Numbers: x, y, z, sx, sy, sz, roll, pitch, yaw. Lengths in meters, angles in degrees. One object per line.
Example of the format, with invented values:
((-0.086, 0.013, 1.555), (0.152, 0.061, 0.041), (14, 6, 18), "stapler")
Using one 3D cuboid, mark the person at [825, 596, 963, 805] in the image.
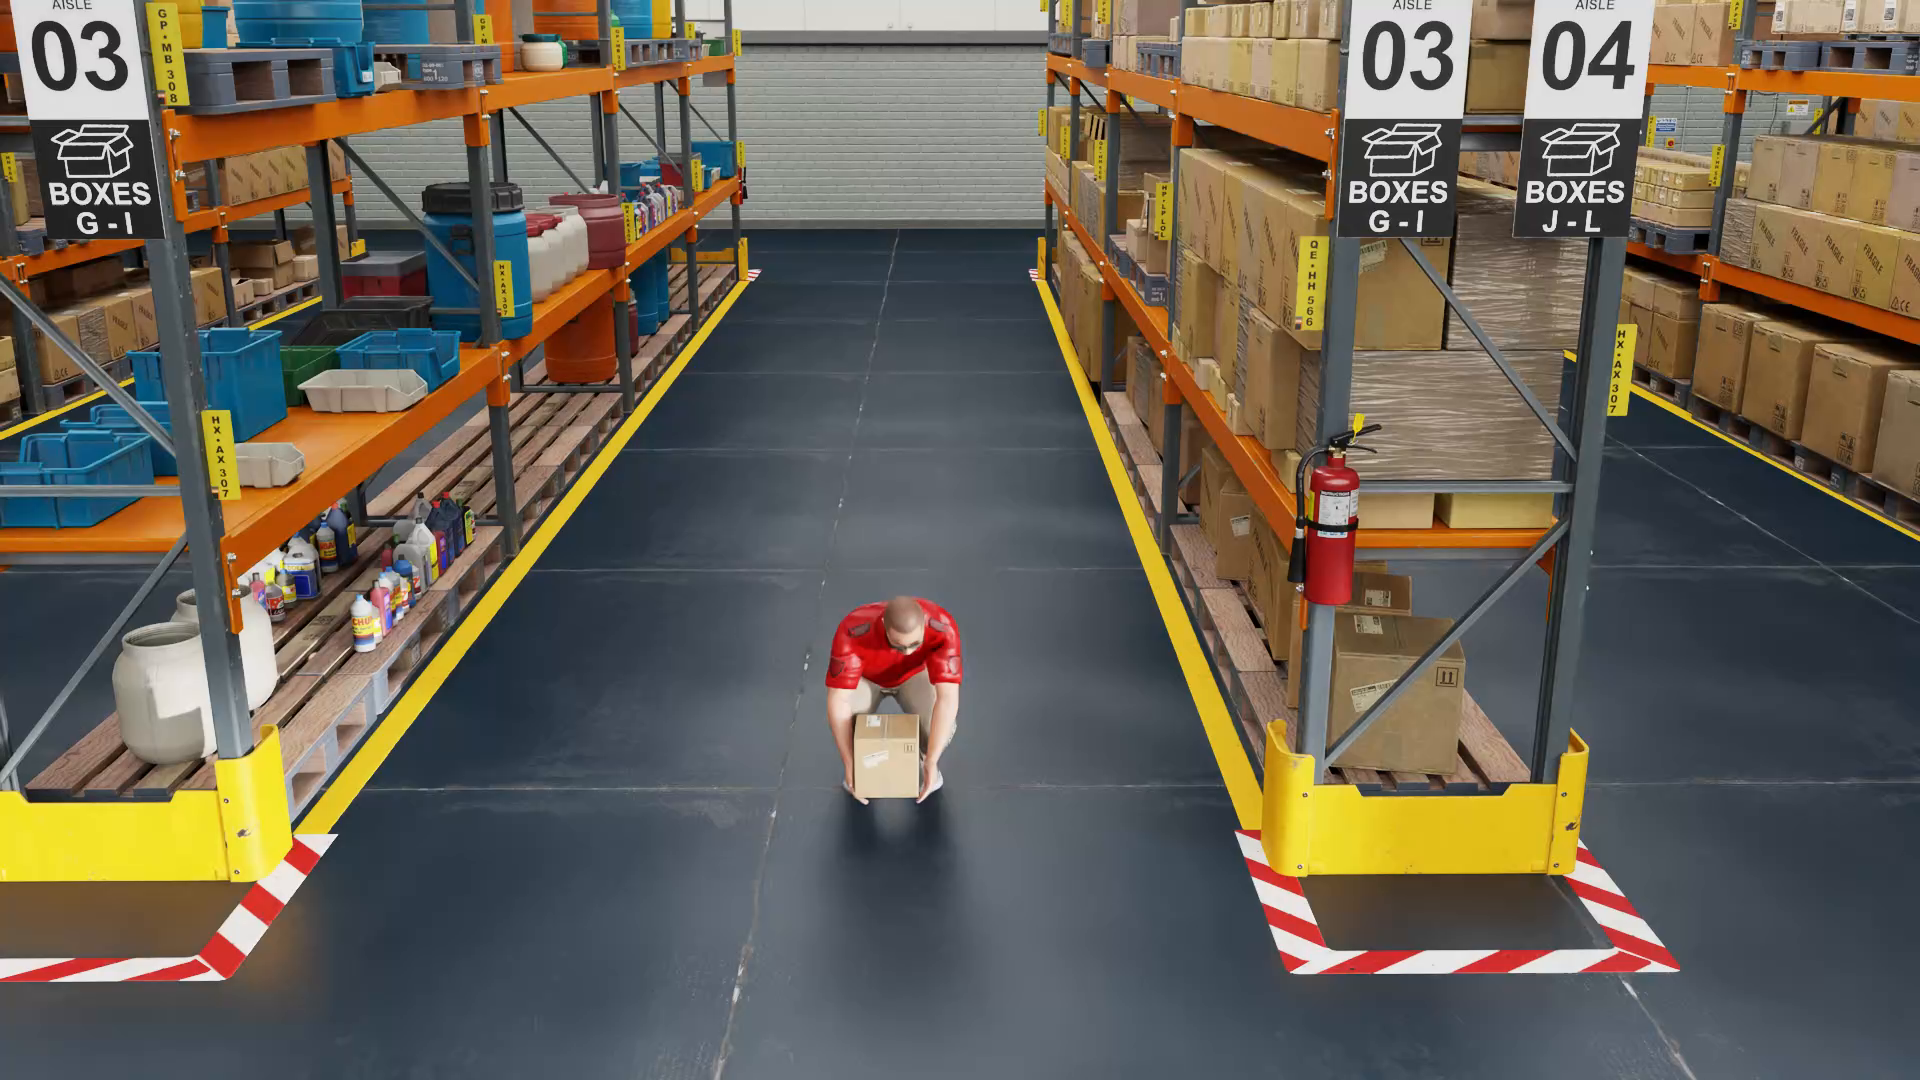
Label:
((-0.267, 0.553, 6.824), (0.556, 0.828, 0.770), (0, 17, -1), "person")
